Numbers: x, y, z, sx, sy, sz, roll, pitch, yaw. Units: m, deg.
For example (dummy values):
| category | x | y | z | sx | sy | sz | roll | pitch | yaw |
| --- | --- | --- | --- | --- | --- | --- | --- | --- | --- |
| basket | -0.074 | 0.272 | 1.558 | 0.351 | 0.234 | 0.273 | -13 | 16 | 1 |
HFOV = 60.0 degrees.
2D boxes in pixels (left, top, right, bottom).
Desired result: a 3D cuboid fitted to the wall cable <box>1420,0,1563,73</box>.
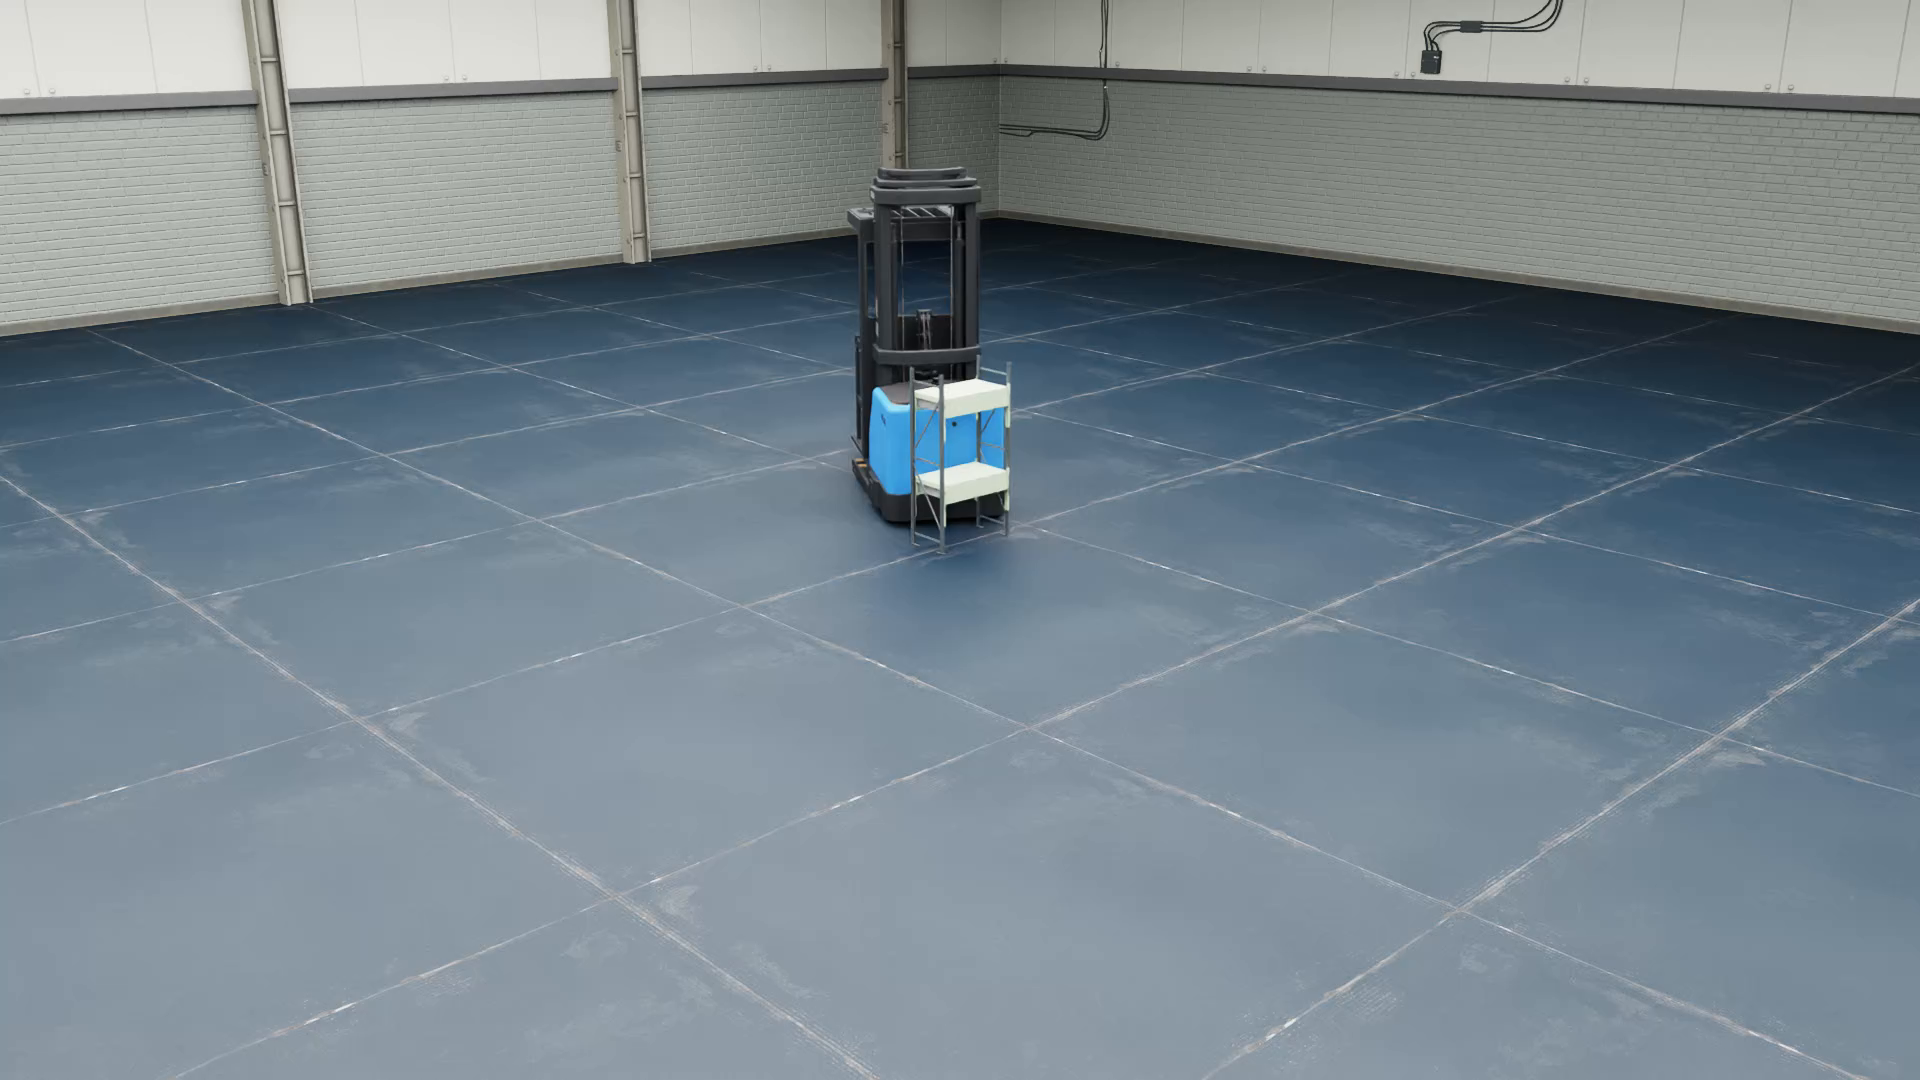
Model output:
| category | x | y | z | sx | sy | sz | roll | pitch | yaw |
| --- | --- | --- | --- | --- | --- | --- | --- | --- | --- |
| wall cable | 8.306 | -10.207 | 25.360 | 0.169 | 6.003 | 2.305 | -16 | 24 | -41 |

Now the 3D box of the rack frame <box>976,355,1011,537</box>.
| category | x | y | z | sx | sy | sz | roll | pitch | yaw |
| --- | --- | --- | --- | --- | --- | --- | --- | --- | --- |
| rack frame | 0.281 | -0.784 | 13.971 | 0.023 | 1.500 | 0.400 | -15 | 23 | -39 |

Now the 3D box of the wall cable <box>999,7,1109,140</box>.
| category | x | y | z | sx | sy | sz | roll | pitch | yaw |
| --- | --- | --- | --- | --- | --- | --- | --- | --- | --- |
| wall cable | 1.795 | -9.243 | 32.936 | 0.112 | 2.526 | 3.097 | -16 | 24 | -41 |

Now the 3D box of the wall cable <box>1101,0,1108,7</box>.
| category | x | y | z | sx | sy | sz | roll | pitch | yaw |
| --- | --- | --- | --- | --- | --- | --- | --- | --- | --- |
| wall cable | 3.654 | -11.039 | 30.287 | 0.112 | 2.526 | 3.097 | -16 | 24 | -41 |

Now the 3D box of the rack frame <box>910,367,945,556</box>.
| category | x | y | z | sx | sy | sz | roll | pitch | yaw |
| --- | --- | --- | --- | --- | --- | --- | --- | --- | --- |
| rack frame | -0.267 | -0.634 | 13.509 | 0.023 | 1.500 | 0.400 | -15 | 23 | -39 |

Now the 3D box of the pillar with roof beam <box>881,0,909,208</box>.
| category | x | y | z | sx | sy | sz | roll | pitch | yaw |
| --- | --- | --- | --- | --- | --- | --- | --- | --- | --- |
| pillar with roof beam | 1.704 | -9.427 | 28.470 | 0.400 | 9.000 | 9.100 | -16 | 24 | -41 |

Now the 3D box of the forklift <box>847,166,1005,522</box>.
| category | x | y | z | sx | sy | sz | roll | pitch | yaw |
| --- | --- | --- | --- | --- | --- | --- | --- | --- | --- |
| forklift | -0.417 | -1.965 | 15.293 | 1.130 | 2.935 | 3.031 | -4 | 18 | -11 |

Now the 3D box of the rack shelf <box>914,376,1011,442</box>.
| category | x | y | z | sx | sy | sz | roll | pitch | yaw |
| --- | --- | --- | --- | --- | --- | --- | --- | --- | --- |
| rack shelf | 0.007 | -1.080 | 13.620 | 0.720 | 0.370 | 0.431 | -15 | 23 | -39 |

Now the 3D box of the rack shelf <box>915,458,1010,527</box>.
| category | x | y | z | sx | sy | sz | roll | pitch | yaw |
| --- | --- | --- | --- | --- | --- | --- | --- | --- | --- |
| rack shelf | 0.007 | -0.399 | 13.841 | 0.720 | 0.370 | 0.431 | -15 | 23 | -39 |

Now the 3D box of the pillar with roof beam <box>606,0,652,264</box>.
| category | x | y | z | sx | sy | sz | roll | pitch | yaw |
| --- | --- | --- | --- | --- | --- | --- | --- | --- | --- |
| pillar with roof beam | -2.656 | -8.156 | 24.549 | 0.400 | 9.000 | 9.100 | -16 | 24 | -41 |

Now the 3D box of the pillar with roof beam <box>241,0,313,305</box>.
| category | x | y | z | sx | sy | sz | roll | pitch | yaw |
| --- | --- | --- | --- | --- | --- | --- | --- | --- | --- |
| pillar with roof beam | -7.016 | -6.884 | 20.628 | 0.400 | 9.000 | 9.100 | -16 | 24 | -41 |

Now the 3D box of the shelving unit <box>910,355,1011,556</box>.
| category | x | y | z | sx | sy | sz | roll | pitch | yaw |
| --- | --- | --- | --- | --- | --- | --- | --- | --- | --- |
| shelving unit | 0.007 | -0.709 | 13.740 | 0.755 | 1.500 | 0.431 | -15 | 23 | -39 |
